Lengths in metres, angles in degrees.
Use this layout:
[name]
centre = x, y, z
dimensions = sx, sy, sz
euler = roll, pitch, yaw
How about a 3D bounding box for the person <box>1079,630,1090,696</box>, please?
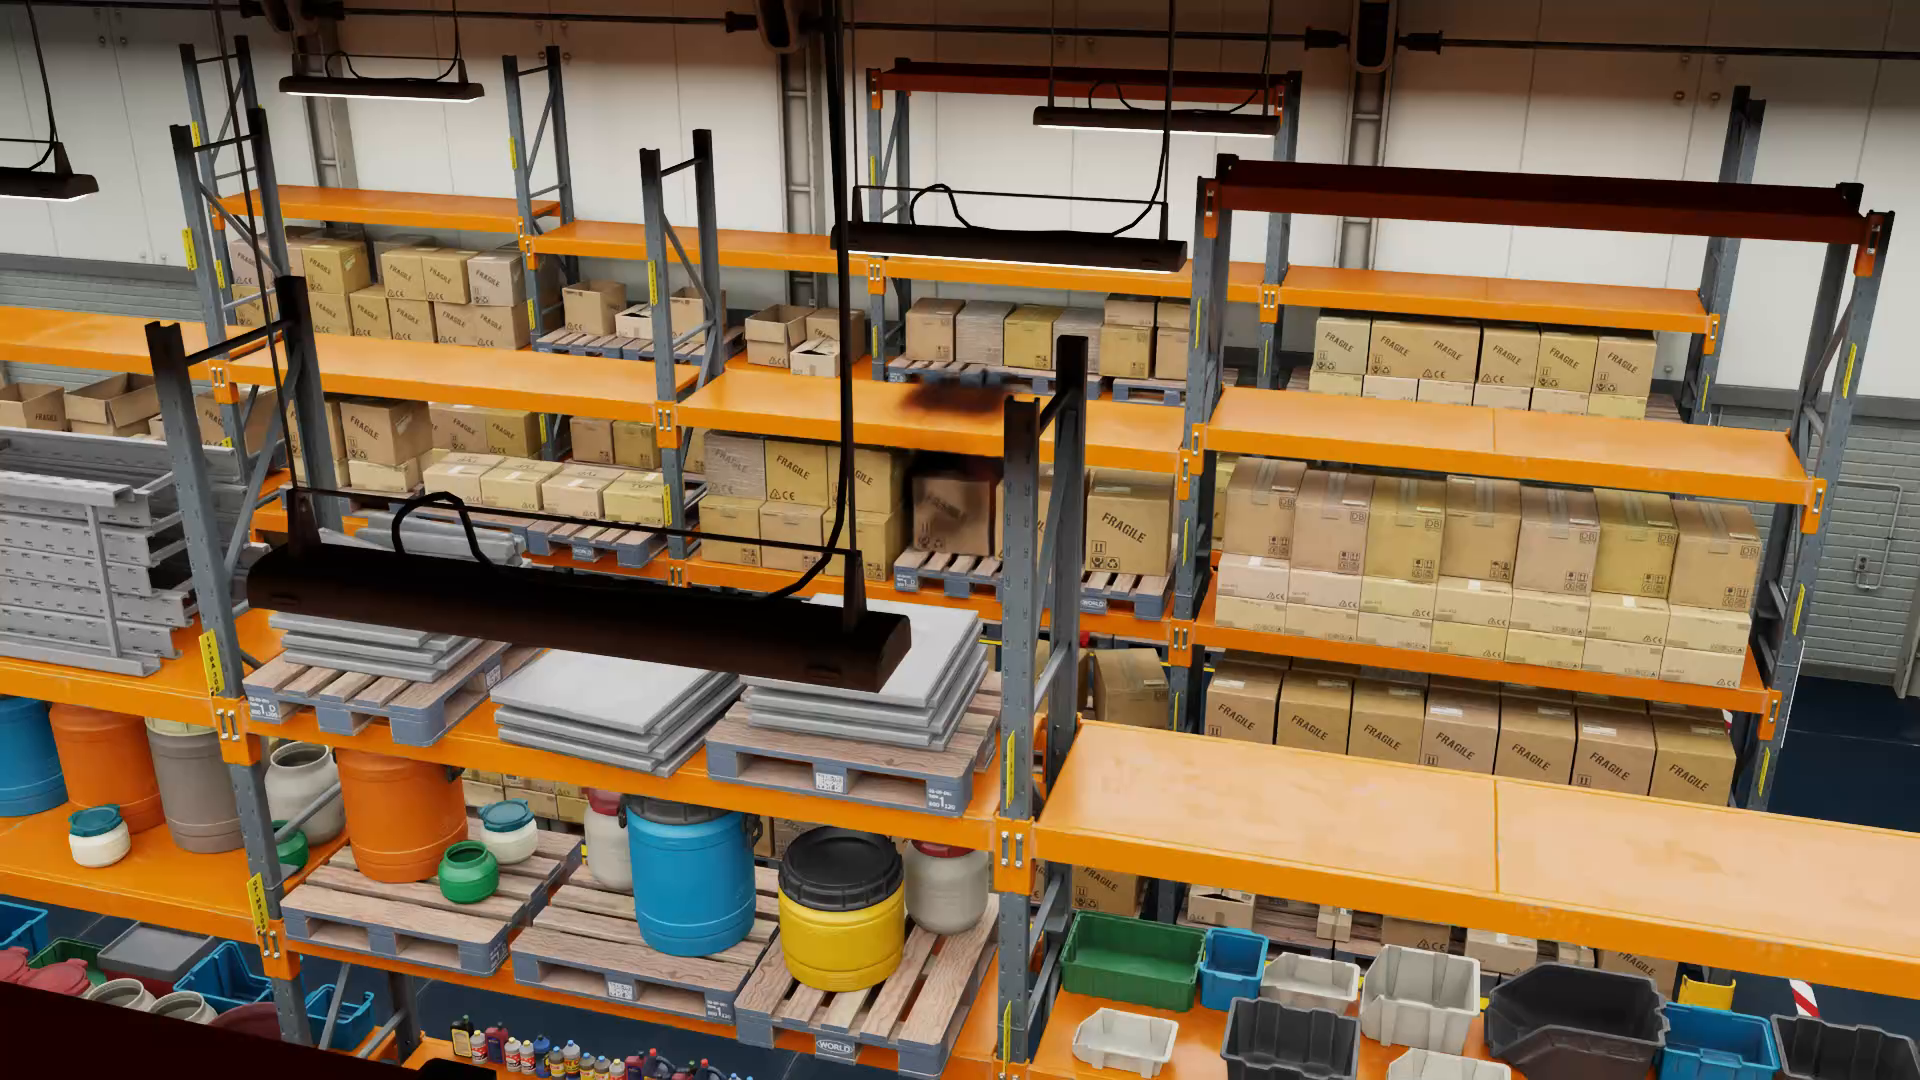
[person]
centre = 0.961, 1.257, 15.207
dimensions = 0.985, 1.703, 0.747
euler = 7, 23, 15
